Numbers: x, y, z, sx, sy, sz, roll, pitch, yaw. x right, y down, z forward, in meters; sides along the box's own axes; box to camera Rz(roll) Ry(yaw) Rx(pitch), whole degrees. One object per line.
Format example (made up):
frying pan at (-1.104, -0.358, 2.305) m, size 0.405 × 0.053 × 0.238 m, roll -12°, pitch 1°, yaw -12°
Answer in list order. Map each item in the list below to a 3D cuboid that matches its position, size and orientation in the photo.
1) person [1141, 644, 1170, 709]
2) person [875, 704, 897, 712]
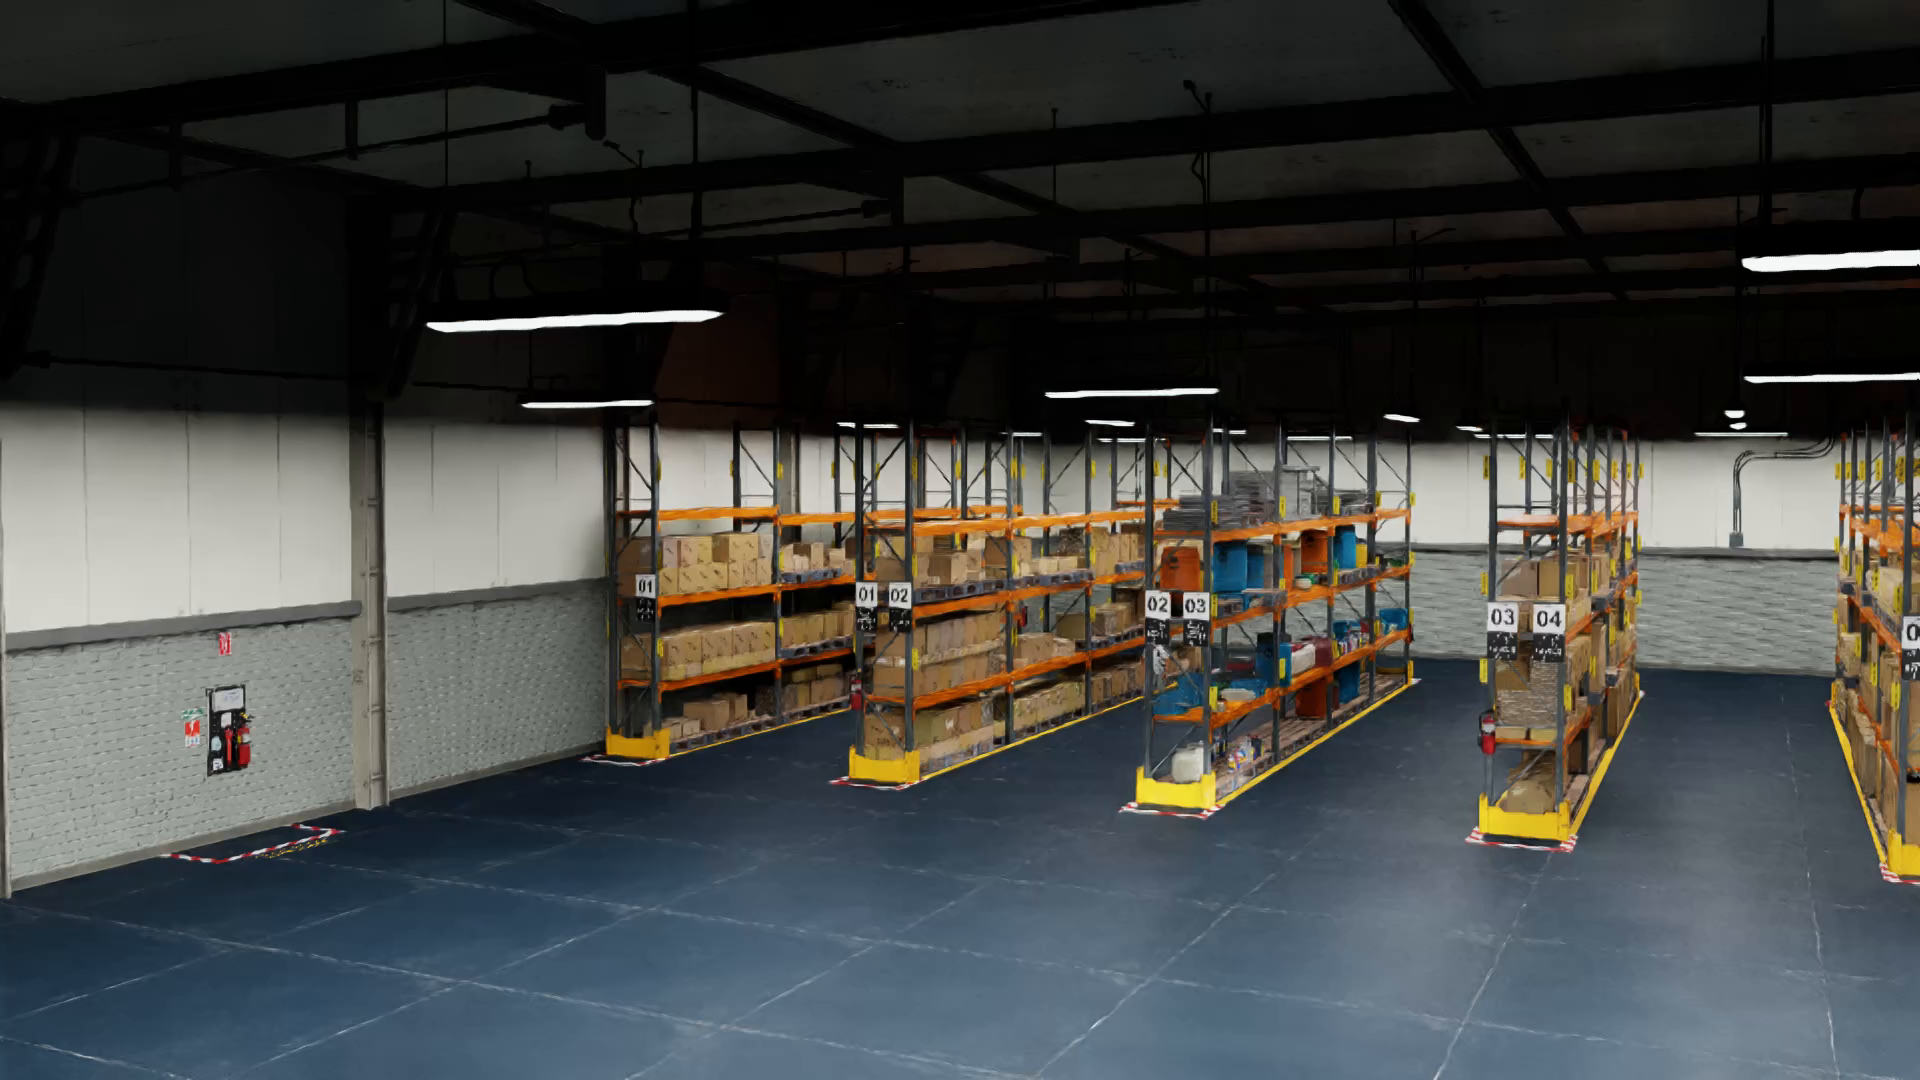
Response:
person at (4.046, 2.754, 34.503) m, size 0.625 × 1.611 × 0.582 m, roll 1°, pitch 3°, yaw 23°
person at (-1.322, 2.857, 30.642) m, size 0.575 × 1.689 × 1.123 m, roll 1°, pitch 3°, yaw 23°
